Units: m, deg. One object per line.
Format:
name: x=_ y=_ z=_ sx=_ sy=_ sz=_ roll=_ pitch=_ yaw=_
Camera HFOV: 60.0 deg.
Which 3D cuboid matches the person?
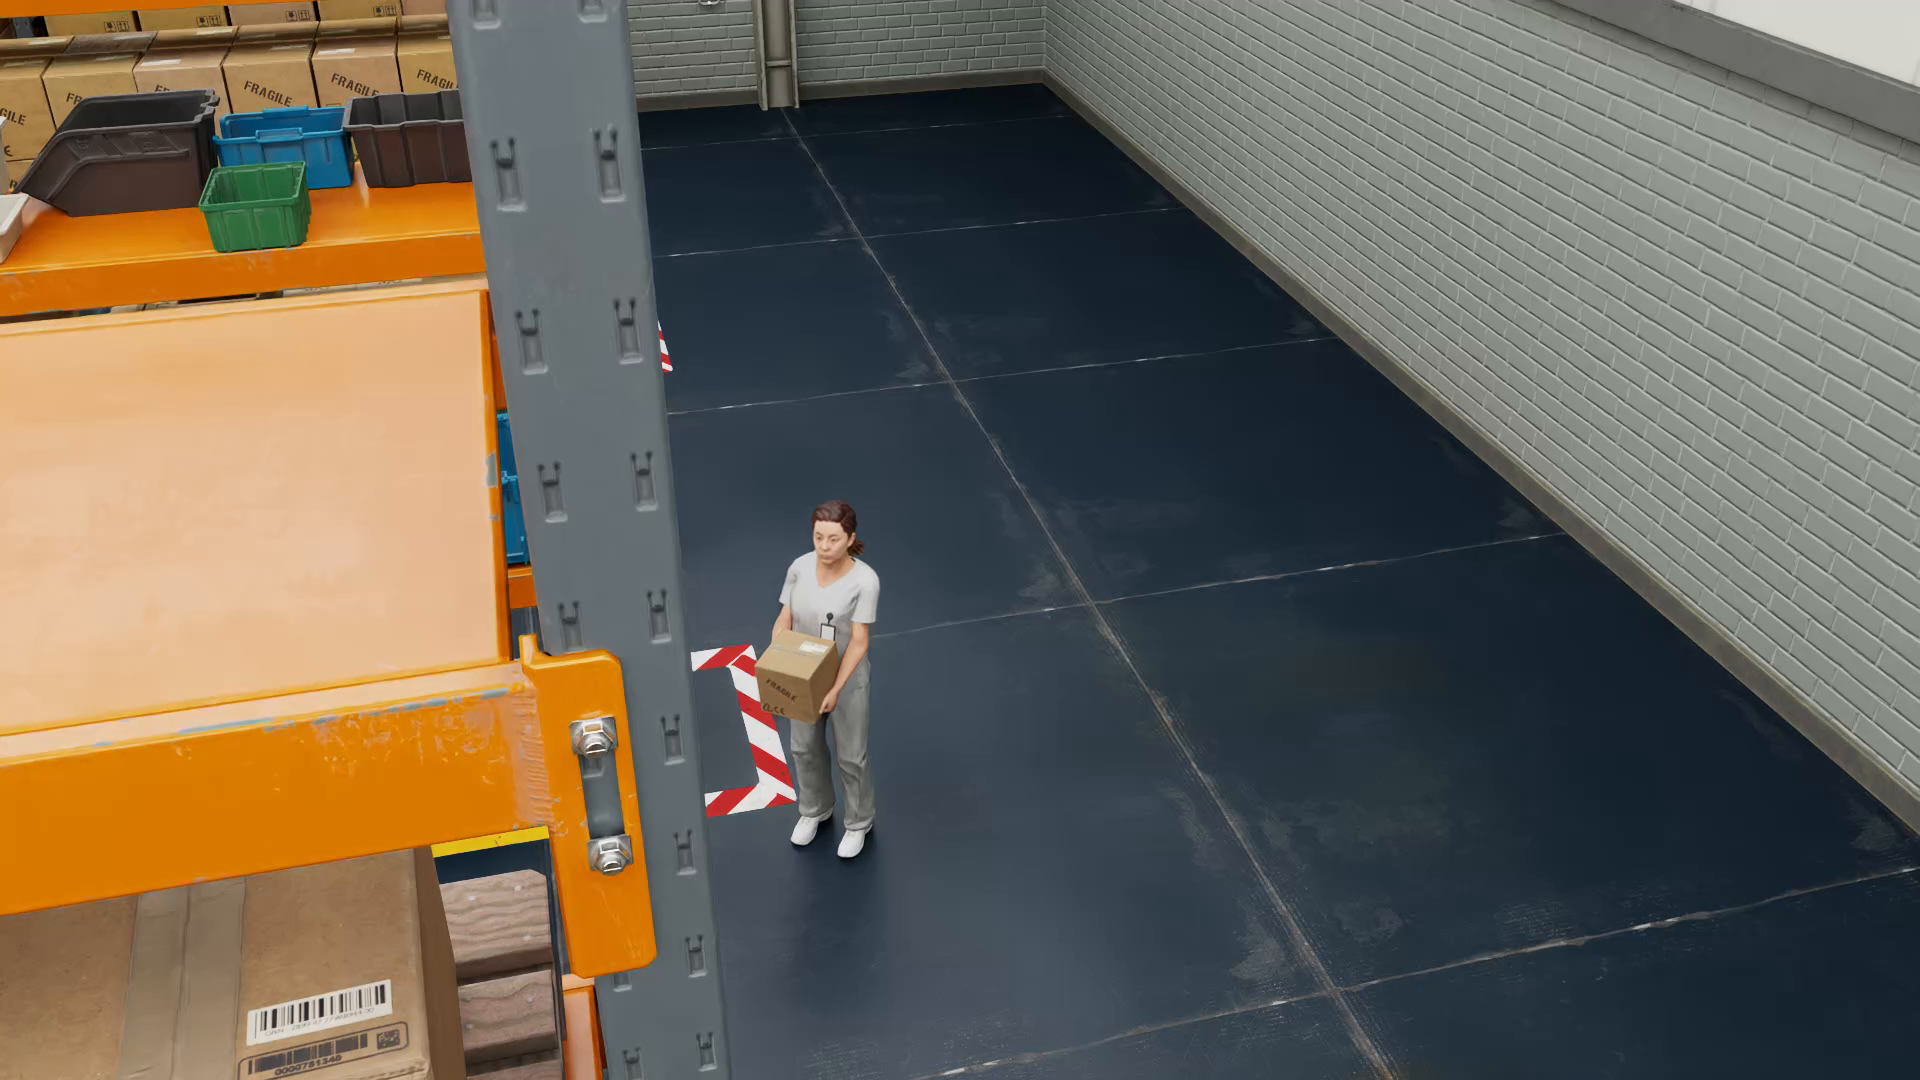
person: x=-0.580 y=0.627 z=7.075 sx=0.436 sy=1.662 sz=0.560 roll=12 pitch=32 yaw=20
